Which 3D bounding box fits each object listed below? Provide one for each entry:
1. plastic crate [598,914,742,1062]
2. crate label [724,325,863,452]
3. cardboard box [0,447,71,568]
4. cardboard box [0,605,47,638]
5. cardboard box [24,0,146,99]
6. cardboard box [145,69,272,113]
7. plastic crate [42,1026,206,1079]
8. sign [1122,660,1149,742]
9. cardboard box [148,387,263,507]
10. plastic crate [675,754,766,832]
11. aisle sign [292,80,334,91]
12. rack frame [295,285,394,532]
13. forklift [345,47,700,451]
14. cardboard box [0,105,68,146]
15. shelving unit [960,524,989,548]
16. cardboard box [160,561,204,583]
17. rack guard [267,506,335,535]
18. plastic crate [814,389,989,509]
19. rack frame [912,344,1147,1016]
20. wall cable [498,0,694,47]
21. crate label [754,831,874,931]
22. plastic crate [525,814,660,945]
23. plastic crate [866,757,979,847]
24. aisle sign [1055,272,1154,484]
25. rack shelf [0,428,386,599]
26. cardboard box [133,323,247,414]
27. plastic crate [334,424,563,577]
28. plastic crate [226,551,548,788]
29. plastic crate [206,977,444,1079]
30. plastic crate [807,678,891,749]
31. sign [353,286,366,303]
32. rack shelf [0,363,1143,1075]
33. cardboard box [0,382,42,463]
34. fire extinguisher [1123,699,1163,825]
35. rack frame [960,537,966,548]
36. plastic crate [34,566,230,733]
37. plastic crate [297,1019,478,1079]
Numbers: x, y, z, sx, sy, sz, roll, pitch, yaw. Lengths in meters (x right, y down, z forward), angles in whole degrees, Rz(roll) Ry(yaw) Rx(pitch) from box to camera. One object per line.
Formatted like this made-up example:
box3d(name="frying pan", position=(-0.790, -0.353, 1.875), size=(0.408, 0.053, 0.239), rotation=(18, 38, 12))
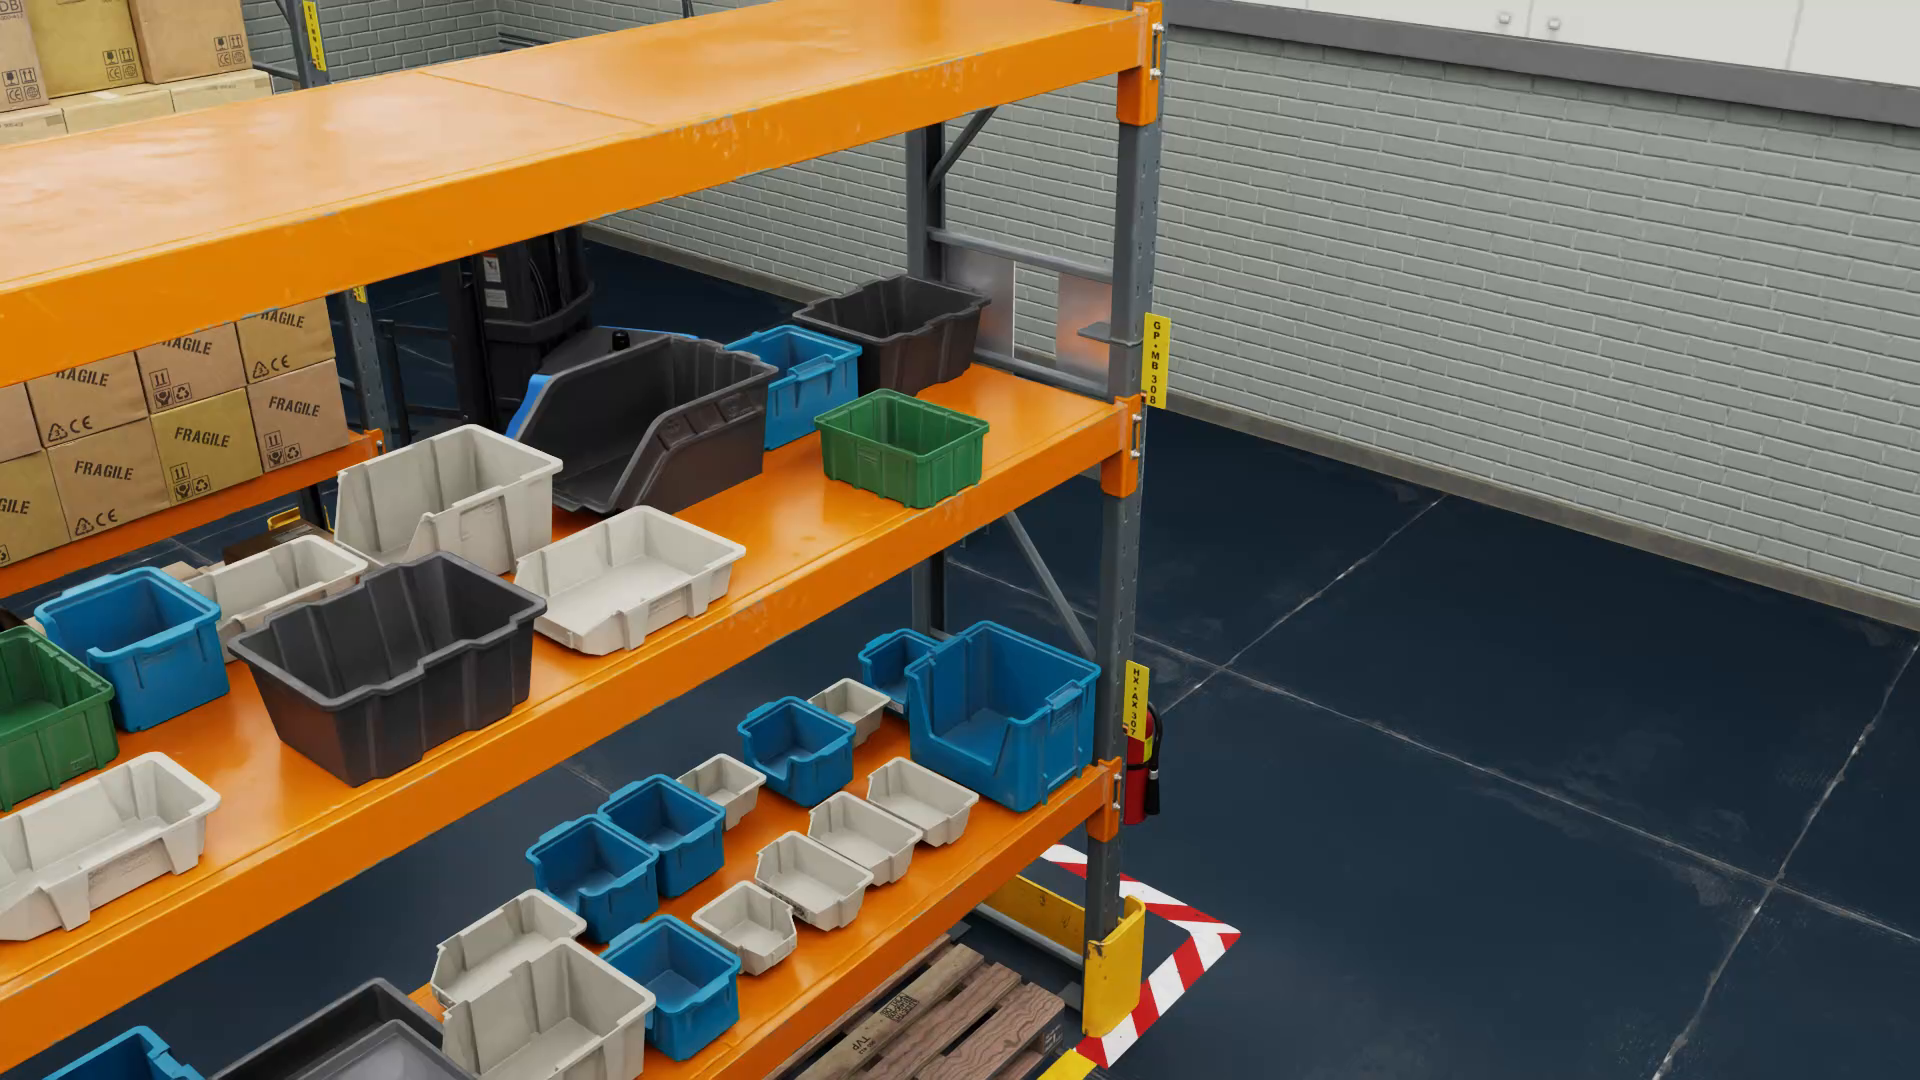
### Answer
box3d(name="plastic crate", position=(-0.881, 1.375, 5.076), size=(0.416, 0.233, 0.300), rotation=(21, 34, 34))
box3d(name="crate label", position=(-0.609, -0.509, 5.498), size=(0.408, 0.251, 0.502), rotation=(21, 34, 34))
box3d(name="cardboard box", position=(-4.637, -0.192, 7.879), size=(0.500, 0.500, 0.500), rotation=(20, 34, 34))
box3d(name="cardboard box", position=(-4.946, 0.740, 8.426), size=(0.797, 0.503, 0.637), rotation=(21, 34, 34))
box3d(name="cardboard box", position=(-4.290, -2.406, 7.806), size=(0.700, 0.500, 0.500), rotation=(21, 34, 34))
box3d(name="cardboard box", position=(-3.723, -2.155, 8.138), size=(0.500, 0.250, 0.500), rotation=(21, 34, 34))
box3d(name="plastic crate", position=(-2.283, 1.658, 4.364), size=(0.392, 0.384, 0.575), rotation=(21, 34, 34))
box3d(name="sign", position=(0.662, 0.607, 6.266), size=(0.100, 0.325, 0.005), rotation=(21, 34, 34))
box3d(name="cardboard box", position=(-3.995, -0.545, 8.563), size=(0.500, 0.500, 0.500), rotation=(21, 34, 35))
box3d(name="plastic crate", position=(-0.883, 0.936, 6.029), size=(0.250, 0.136, 0.298), rotation=(21, 34, 34))
box3d(name="aisle sign", position=(-3.313, -2.014, 8.681), size=(0.394, 0.787, 0.004), rotation=(21, 34, 34))
box3d(name="rack frame", position=(-3.593, -0.924, 9.404), size=(1.000, 3.000, 0.127), rotation=(21, 34, 34))
box3d(name="forklift", position=(-3.290, -1.691, 10.961), size=(3.031, 2.935, 1.130), rotation=(7, 28, 13))
box3d(name="cardboard box", position=(-4.361, -1.802, 7.455), size=(0.500, 0.250, 0.500), rotation=(21, 34, 34))
box3d(name="shelving unit", position=(0.034, -0.485, 10.677), size=(0.215, 1.050, 0.252), rotation=(21, 34, 34))
box3d(name="cardboard box", position=(-4.475, 0.389, 9.380), size=(0.500, 0.250, 0.500), rotation=(21, 34, 34))
box3d(name="rack guard", position=(-3.641, 0.213, 9.926), size=(1.175, 0.500, 0.348), rotation=(21, 34, 34))
box3d(name="plastic crate", position=(-0.180, -0.280, 5.125), size=(0.450, 0.188, 0.336), rotation=(21, 34, 34))
box3d(name="rack frame", position=(0.227, 0.525, 6.603), size=(1.000, 3.000, 0.127), rotation=(21, 34, 34))
box3d(name="wall cable", position=(-3.544, -5.557, 15.210), size=(3.097, 2.526, 0.112), rotation=(21, 34, 34))
box3d(name="crate label", position=(-0.506, 1.162, 5.594), size=(0.396, 0.136, 0.243), rotation=(21, 34, 34))
box3d(name="plastic crate", position=(-1.212, 1.137, 5.537), size=(0.416, 0.233, 0.300), rotation=(21, 34, 34))
box3d(name="plastic crate", position=(-0.152, 0.957, 5.989), size=(0.396, 0.136, 0.243), rotation=(21, 34, 34))
box3d(name="aisle sign", position=(0.499, -0.570, 5.890), size=(0.394, 0.787, 0.004), rotation=(21, 34, 34))
box3d(name="rack shelf", position=(-4.865, 0.104, 8.199), size=(1.077, 0.370, 4.000), rotation=(21, 34, 34))
box3d(name="cardboard box", position=(-3.984, -0.995, 8.344), size=(0.500, 0.500, 0.500), rotation=(22, 34, 36))
box3d(name="plastic crate", position=(-1.421, -0.059, 4.597), size=(0.437, 0.282, 0.530), rotation=(21, 34, 34))
box3d(name="plastic crate", position=(-1.315, 0.308, 3.899), size=(0.497, 0.269, 0.590), rotation=(21, 34, 34))
box3d(name="plastic crate", position=(-1.812, 1.563, 4.830), size=(0.437, 0.125, 0.590), rotation=(21, 34, 34))
box3d(name="plastic crate", position=(-0.452, 0.696, 6.494), size=(0.250, 0.136, 0.298), rotation=(21, 34, 34))
box3d(name="sign", position=(-3.177, -1.410, 8.738), size=(0.100, 0.325, 0.005), rotation=(21, 34, 34))
box3d(name="rack shelf", position=(-1.045, 0.221, 4.709), size=(1.077, 0.370, 4.000), rotation=(21, 34, 34))
box3d(name="cardboard box", position=(-4.637, -0.628, 7.634), size=(0.500, 0.500, 0.500), rotation=(22, 35, 36))
box3d(name="fire extinguisher", position=(0.674, 0.804, 6.553), size=(0.296, 0.674, 0.183), rotation=(21, 34, 34))
box3d(name="rack frame", position=(-0.044, -0.442, 10.594), size=(0.200, 1.050, 0.008), rotation=(21, 34, 34))
box3d(name="plastic crate", position=(-1.984, 0.269, 4.015), size=(0.416, 0.233, 0.300), rotation=(21, 34, 34))
box3d(name="plastic crate", position=(-1.556, 1.645, 4.304), size=(0.402, 0.464, 0.583), rotation=(21, 34, 34))
